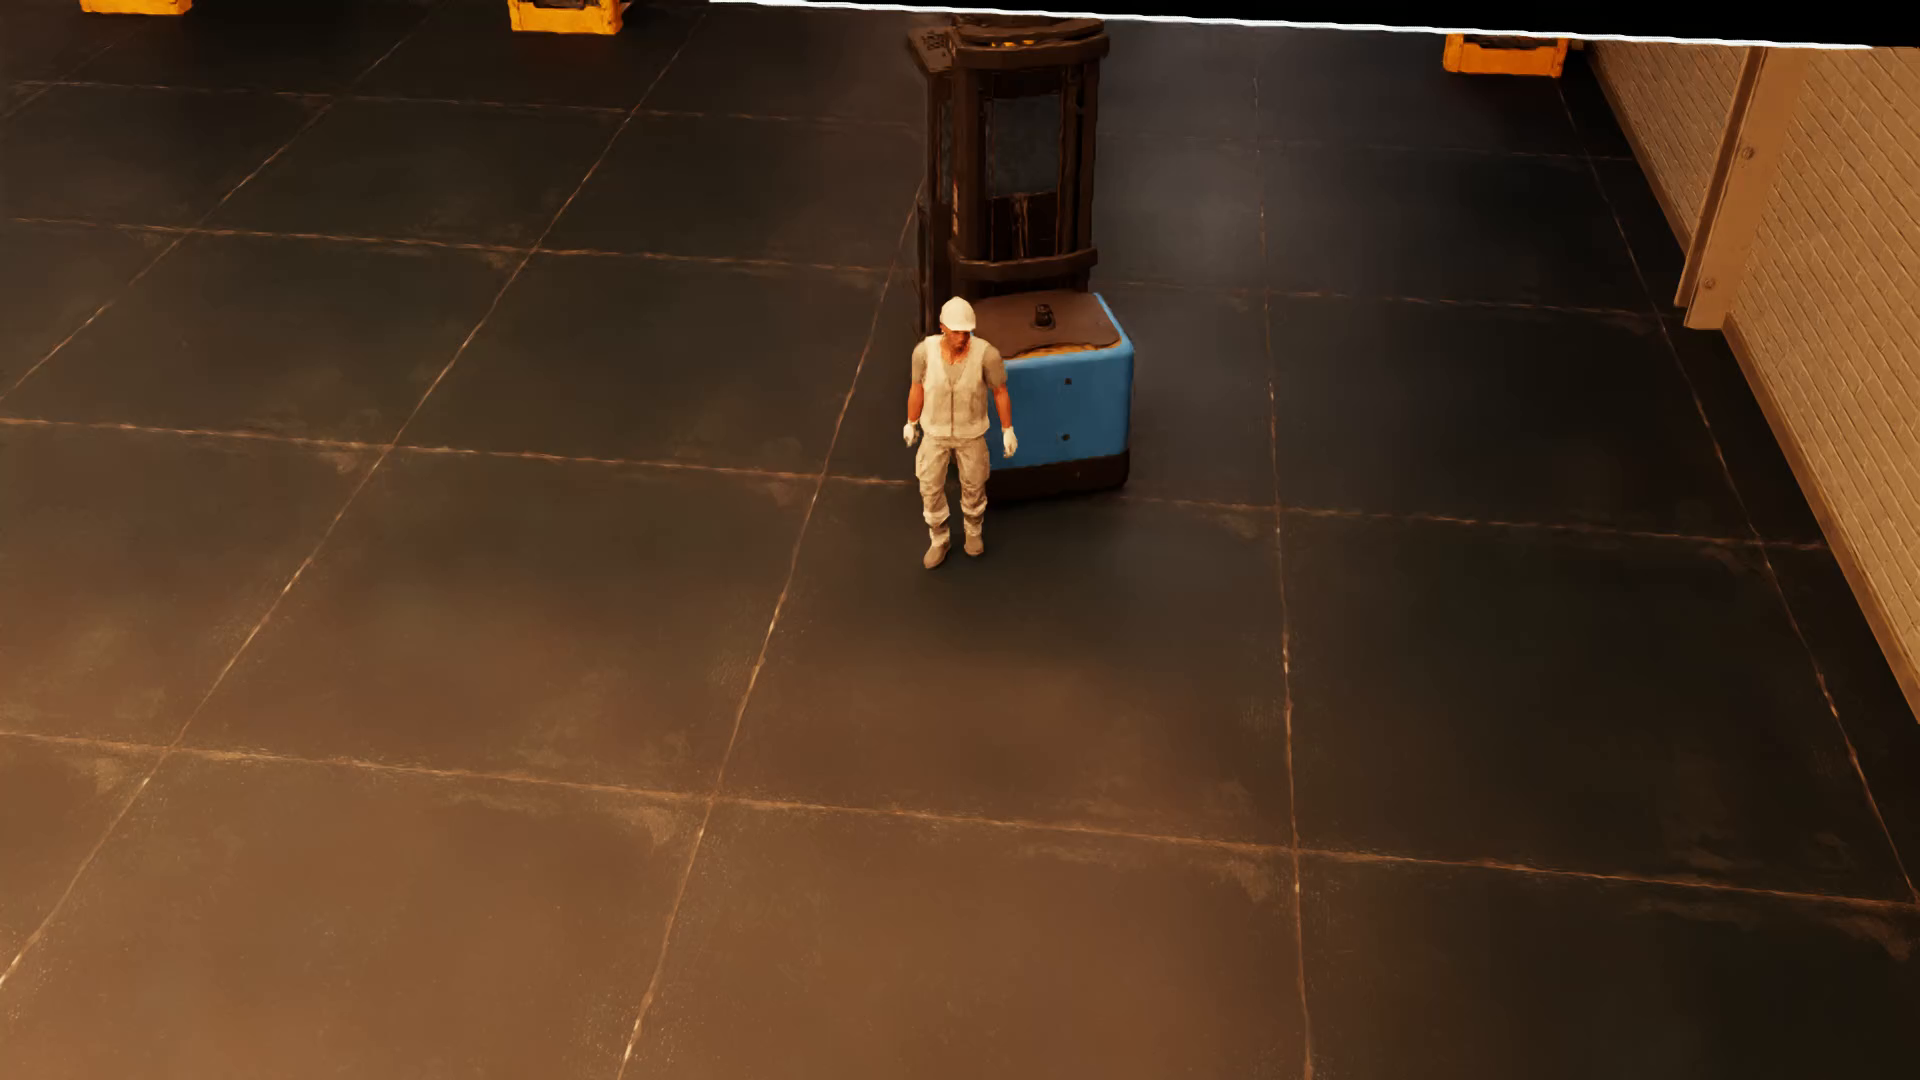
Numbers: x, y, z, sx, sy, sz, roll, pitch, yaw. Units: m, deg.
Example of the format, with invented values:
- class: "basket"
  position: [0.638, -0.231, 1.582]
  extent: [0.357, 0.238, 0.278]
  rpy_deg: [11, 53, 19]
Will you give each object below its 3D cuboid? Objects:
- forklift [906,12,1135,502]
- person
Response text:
- class: "forklift"
  position: [0.276, -2.297, 11.145]
  extent: [1.130, 2.935, 3.031]
  rpy_deg: [-8, 37, -10]
- class: "person"
  position: [0.000, -0.644, 9.893]
  extent: [0.693, 1.788, 0.441]
  rpy_deg: [2, 36, 3]
